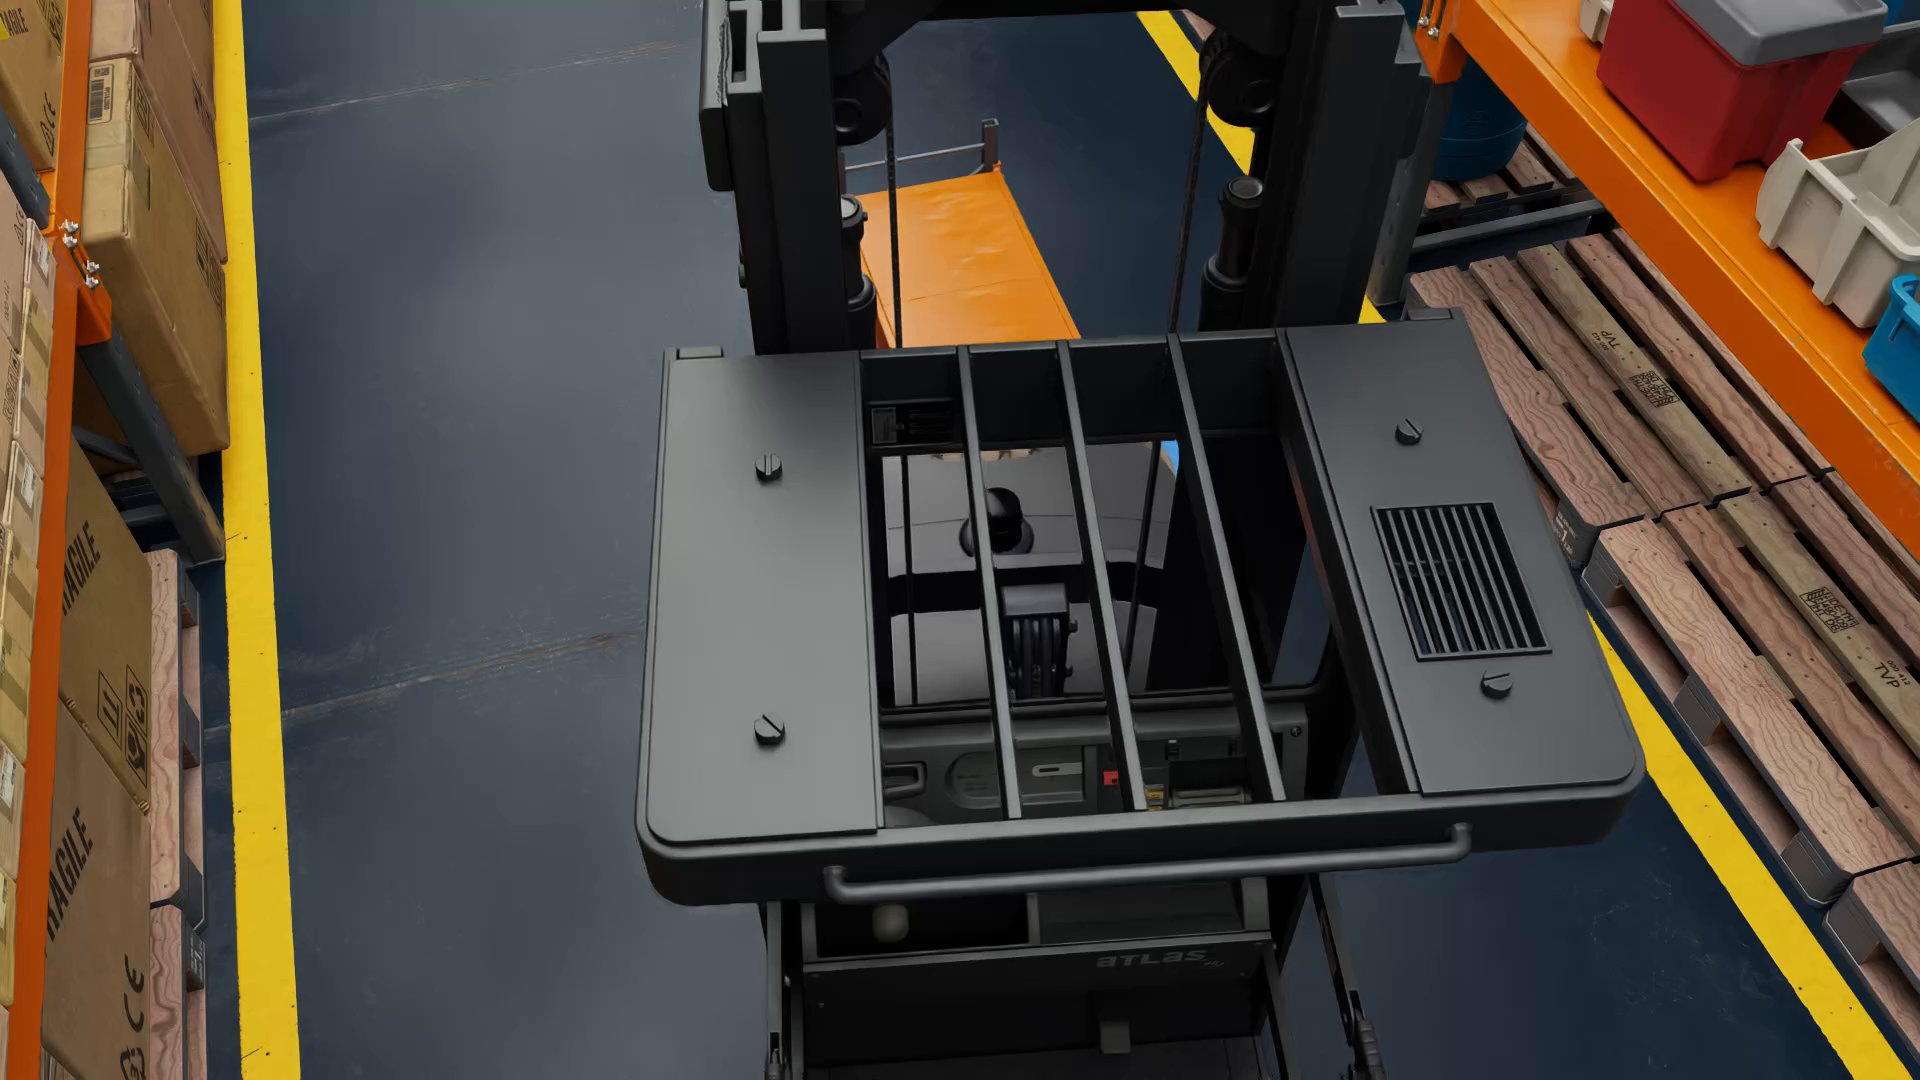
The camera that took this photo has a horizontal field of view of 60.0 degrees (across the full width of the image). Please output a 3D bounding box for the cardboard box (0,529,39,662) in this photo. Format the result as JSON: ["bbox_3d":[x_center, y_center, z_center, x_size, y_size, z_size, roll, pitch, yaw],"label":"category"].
[{"bbox_3d":[-2.079,0.151,3.325,0.380,0.149,0.250,-12,51,-10],"label":"cardboard box"}]

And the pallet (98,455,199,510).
[{"bbox_3d":[-3.087,-0.478,5.515,1.003,0.211,1.213,-13,51,-11],"label":"pallet"}]

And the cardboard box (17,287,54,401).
[{"bbox_3d":[-2.307,-0.413,3.800,0.380,0.149,0.250,-12,51,-10],"label":"cardboard box"}]

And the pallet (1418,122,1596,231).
[{"bbox_3d":[1.756,-1.625,6.481,1.003,0.211,1.213,-13,51,-11],"label":"pallet"}]

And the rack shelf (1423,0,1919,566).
[{"bbox_3d":[2.536,-0.258,3.976,1.077,0.370,4.000,-13,51,-11],"label":"rack shelf"}]

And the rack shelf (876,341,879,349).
[{"bbox_3d":[0.008,-0.262,5.055,0.538,0.278,1.000,-12,51,-10],"label":"rack shelf"}]

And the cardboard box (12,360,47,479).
[{"bbox_3d":[-2.232,-0.225,3.642,0.380,0.149,0.250,-14,51,-12],"label":"cardboard box"}]

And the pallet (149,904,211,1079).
[{"bbox_3d":[-2.272,1.534,3.819,1.003,0.211,1.213,-13,51,-11],"label":"pallet"}]

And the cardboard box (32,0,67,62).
[{"bbox_3d":[-2.834,-1.622,4.590,0.500,0.500,0.500,-13,51,-11],"label":"cardboard box"}]

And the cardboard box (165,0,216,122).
[{"bbox_3d":[-3.529,-2.041,6.124,1.225,0.875,0.875,-13,51,-11],"label":"cardboard box"}]

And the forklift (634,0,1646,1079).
[{"bbox_3d":[0.169,0.609,2.820,1.130,2.935,3.031,-3,50,-3],"label":"forklift"}]

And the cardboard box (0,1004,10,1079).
[{"bbox_3d":[-1.776,0.900,2.694,0.380,0.149,0.250,-14,51,-11],"label":"cardboard box"}]

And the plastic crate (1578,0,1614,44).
[{"bbox_3d":[1.946,-1.512,4.696,0.396,0.136,0.243,-13,51,-11],"label":"plastic crate"}]

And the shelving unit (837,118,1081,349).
[{"bbox_3d":[0.008,-0.419,4.868,0.538,1.125,1.048,-12,51,-10],"label":"shelving unit"}]

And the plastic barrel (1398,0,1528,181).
[{"bbox_3d":[1.800,-1.811,5.912,0.600,0.901,0.708,-13,51,-11],"label":"plastic barrel"}]

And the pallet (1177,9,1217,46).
[{"bbox_3d":[1.392,-2.517,7.234,1.003,0.211,1.213,-13,51,-11],"label":"pallet"}]

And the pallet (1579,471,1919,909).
[{"bbox_3d":[2.563,0.369,4.801,1.003,0.211,1.213,-13,51,-11],"label":"pallet"}]

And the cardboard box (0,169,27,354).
[{"bbox_3d":[-2.406,-0.615,3.710,0.500,0.250,0.500,-14,51,-12],"label":"cardboard box"}]

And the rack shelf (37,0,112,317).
[{"bbox_3d":[-3.378,-2.059,5.495,1.077,0.370,4.000,-13,51,-11],"label":"rack shelf"}]

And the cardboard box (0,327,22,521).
[{"bbox_3d":[-2.250,-0.237,3.392,0.500,0.250,0.500,-12,51,-10],"label":"cardboard box"}]

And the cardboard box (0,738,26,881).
[{"bbox_3d":[-1.929,0.524,3.011,0.380,0.149,0.250,-13,51,-10],"label":"cardboard box"}]

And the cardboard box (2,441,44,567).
[{"bbox_3d":[-2.156,-0.038,3.484,0.380,0.149,0.250,-12,51,-10],"label":"cardboard box"}]

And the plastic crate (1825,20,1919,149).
[{"bbox_3d":[2.532,-1.124,4.377,0.437,0.125,0.590,-13,51,-11],"label":"plastic crate"}]

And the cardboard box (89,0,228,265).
[{"bbox_3d":[-3.260,-1.396,5.580,1.225,0.875,0.875,-15,51,-12],"label":"cardboard box"}]

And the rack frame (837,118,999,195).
[{"bbox_3d":[-0.132,-0.793,5.183,0.500,1.125,0.032,-12,51,-10],"label":"rack frame"}]

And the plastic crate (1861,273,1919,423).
[{"bbox_3d":[2.275,-0.436,3.726,0.416,0.233,0.300,-13,51,-11],"label":"plastic crate"}]

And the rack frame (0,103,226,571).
[{"bbox_3d":[-2.787,-0.830,3.988,1.000,3.000,0.127,-13,51,-11],"label":"rack frame"}]

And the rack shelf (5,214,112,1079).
[{"bbox_3d":[-2.195,0.862,3.032,1.077,0.370,4.000,-13,51,-11],"label":"rack shelf"}]

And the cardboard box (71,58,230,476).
[{"bbox_3d":[-2.995,-0.744,5.030,1.225,0.875,0.875,-13,51,-11],"label":"cardboard box"}]

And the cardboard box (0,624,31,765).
[{"bbox_3d":[-2.003,0.338,3.168,0.380,0.149,0.250,-14,51,-12],"label":"cardboard box"}]

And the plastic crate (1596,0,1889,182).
[{"bbox_3d":[1.969,-1.281,4.287,0.402,0.464,0.583,-13,51,-11],"label":"plastic crate"}]

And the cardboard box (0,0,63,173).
[{"bbox_3d":[-2.684,-1.255,4.281,0.500,0.500,0.500,-13,51,-11],"label":"cardboard box"}]

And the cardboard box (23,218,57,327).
[{"bbox_3d":[-2.384,-0.601,3.959,0.380,0.149,0.250,-13,51,-11],"label":"cardboard box"}]

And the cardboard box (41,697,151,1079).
[{"bbox_3d":[-2.402,0.876,3.664,0.875,0.875,0.875,-13,51,-11],"label":"cardboard box"}]

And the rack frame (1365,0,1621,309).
[{"bbox_3d":[1.944,-1.950,4.932,1.000,3.000,0.127,-13,51,-11],"label":"rack frame"}]

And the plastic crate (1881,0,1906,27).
[{"bbox_3d":[2.408,-1.701,4.693,0.392,0.384,0.575,-13,51,-11],"label":"plastic crate"}]

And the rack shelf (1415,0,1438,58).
[{"bbox_3d":[1.353,-3.179,6.439,1.077,0.370,4.000,-13,51,-11],"label":"rack shelf"}]

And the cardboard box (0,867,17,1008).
[{"bbox_3d":[-1.850,0.715,2.850,0.380,0.149,0.250,-14,51,-12],"label":"cardboard box"}]

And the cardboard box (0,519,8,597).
[{"bbox_3d":[-2.099,0.135,3.078,0.500,0.250,0.500,-12,51,-10],"label":"cardboard box"}]

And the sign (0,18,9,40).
[{"bbox_3d":[-2.257,-1.262,3.734,0.100,0.325,0.005,-13,51,-11],"label":"sign"}]

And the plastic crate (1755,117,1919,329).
[{"bbox_3d":[2.220,-0.775,3.979,0.437,0.282,0.530,-13,51,-11],"label":"plastic crate"}]

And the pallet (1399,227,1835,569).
[{"bbox_3d":[2.199,-0.523,5.553,1.003,0.211,1.213,-13,51,-11],"label":"pallet"}]

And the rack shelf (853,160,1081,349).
[{"bbox_3d":[0.008,-0.608,4.644,0.538,0.278,1.000,-12,51,-10],"label":"rack shelf"}]

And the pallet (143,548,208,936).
[{"bbox_3d":[-2.637,0.641,4.571,1.003,0.211,1.213,-13,51,-11],"label":"pallet"}]

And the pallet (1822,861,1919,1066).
[{"bbox_3d":[2.921,1.259,4.051,1.003,0.211,1.213,-13,51,-11],"label":"pallet"}]

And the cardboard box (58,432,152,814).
[{"bbox_3d":[-2.668,0.219,4.218,0.875,0.875,0.875,-13,51,-11],"label":"cardboard box"}]
